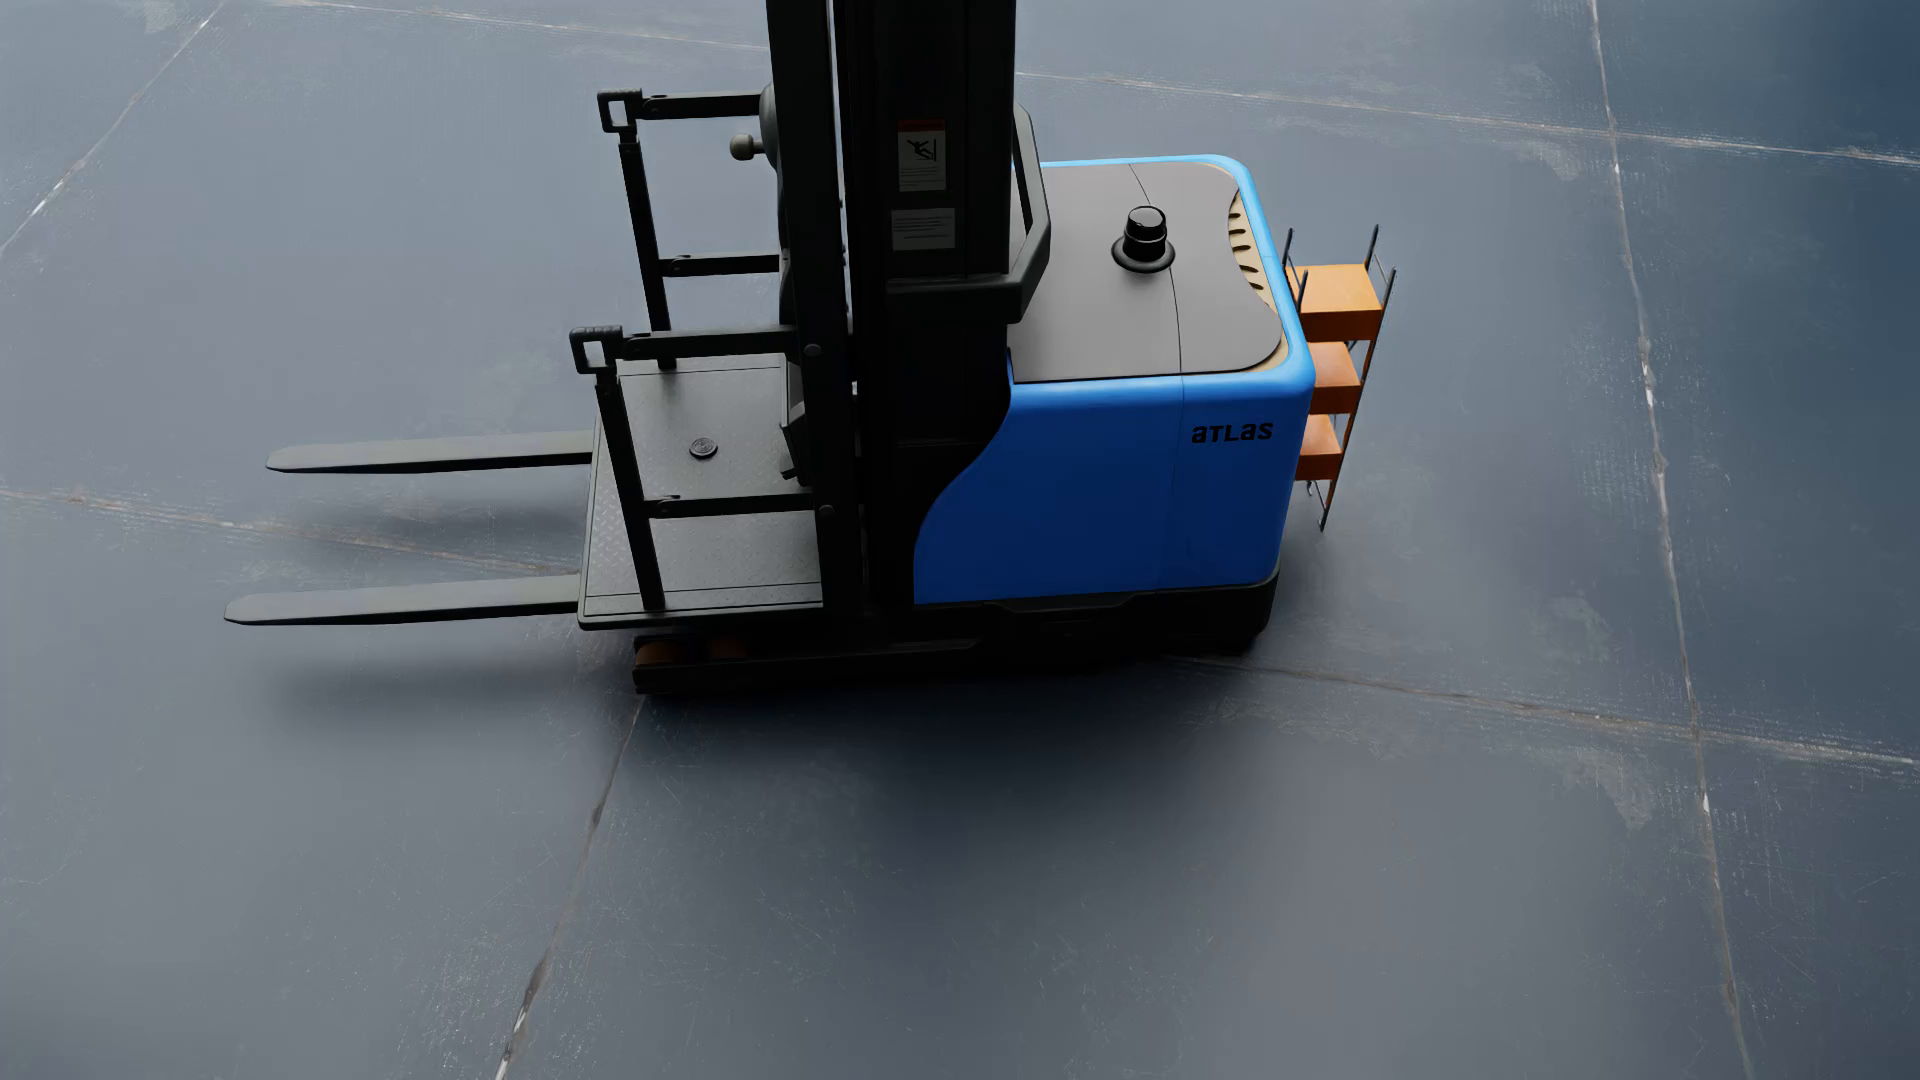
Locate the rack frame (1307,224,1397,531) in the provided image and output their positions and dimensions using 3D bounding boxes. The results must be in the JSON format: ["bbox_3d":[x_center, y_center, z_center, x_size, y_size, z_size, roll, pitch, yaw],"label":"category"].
[{"bbox_3d":[1.154,-0.454,4.952,0.008,1.050,0.200,-3,48,-5],"label":"rack frame"}]

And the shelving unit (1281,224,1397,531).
[{"bbox_3d":[1.033,-0.448,4.942,0.252,1.050,0.215,-3,48,-5],"label":"shelving unit"}]

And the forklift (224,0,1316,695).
[{"bbox_3d":[-0.621,-0.942,4.126,3.031,2.935,1.130,-3,48,-3],"label":"forklift"}]

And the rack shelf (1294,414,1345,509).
[{"bbox_3d":[1.025,-0.255,5.156,0.240,0.259,0.215,-3,48,-5],"label":"rack shelf"}]

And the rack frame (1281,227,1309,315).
[{"bbox_3d":[0.912,-0.442,4.932,0.008,1.050,0.200,-3,48,-5],"label":"rack frame"}]

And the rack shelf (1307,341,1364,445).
[{"bbox_3d":[1.033,-0.441,4.950,0.240,0.259,0.215,-3,48,-5],"label":"rack shelf"}]

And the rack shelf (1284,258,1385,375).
[{"bbox_3d":[1.040,-0.631,4.740,0.240,0.259,0.215,-3,48,-5],"label":"rack shelf"}]
